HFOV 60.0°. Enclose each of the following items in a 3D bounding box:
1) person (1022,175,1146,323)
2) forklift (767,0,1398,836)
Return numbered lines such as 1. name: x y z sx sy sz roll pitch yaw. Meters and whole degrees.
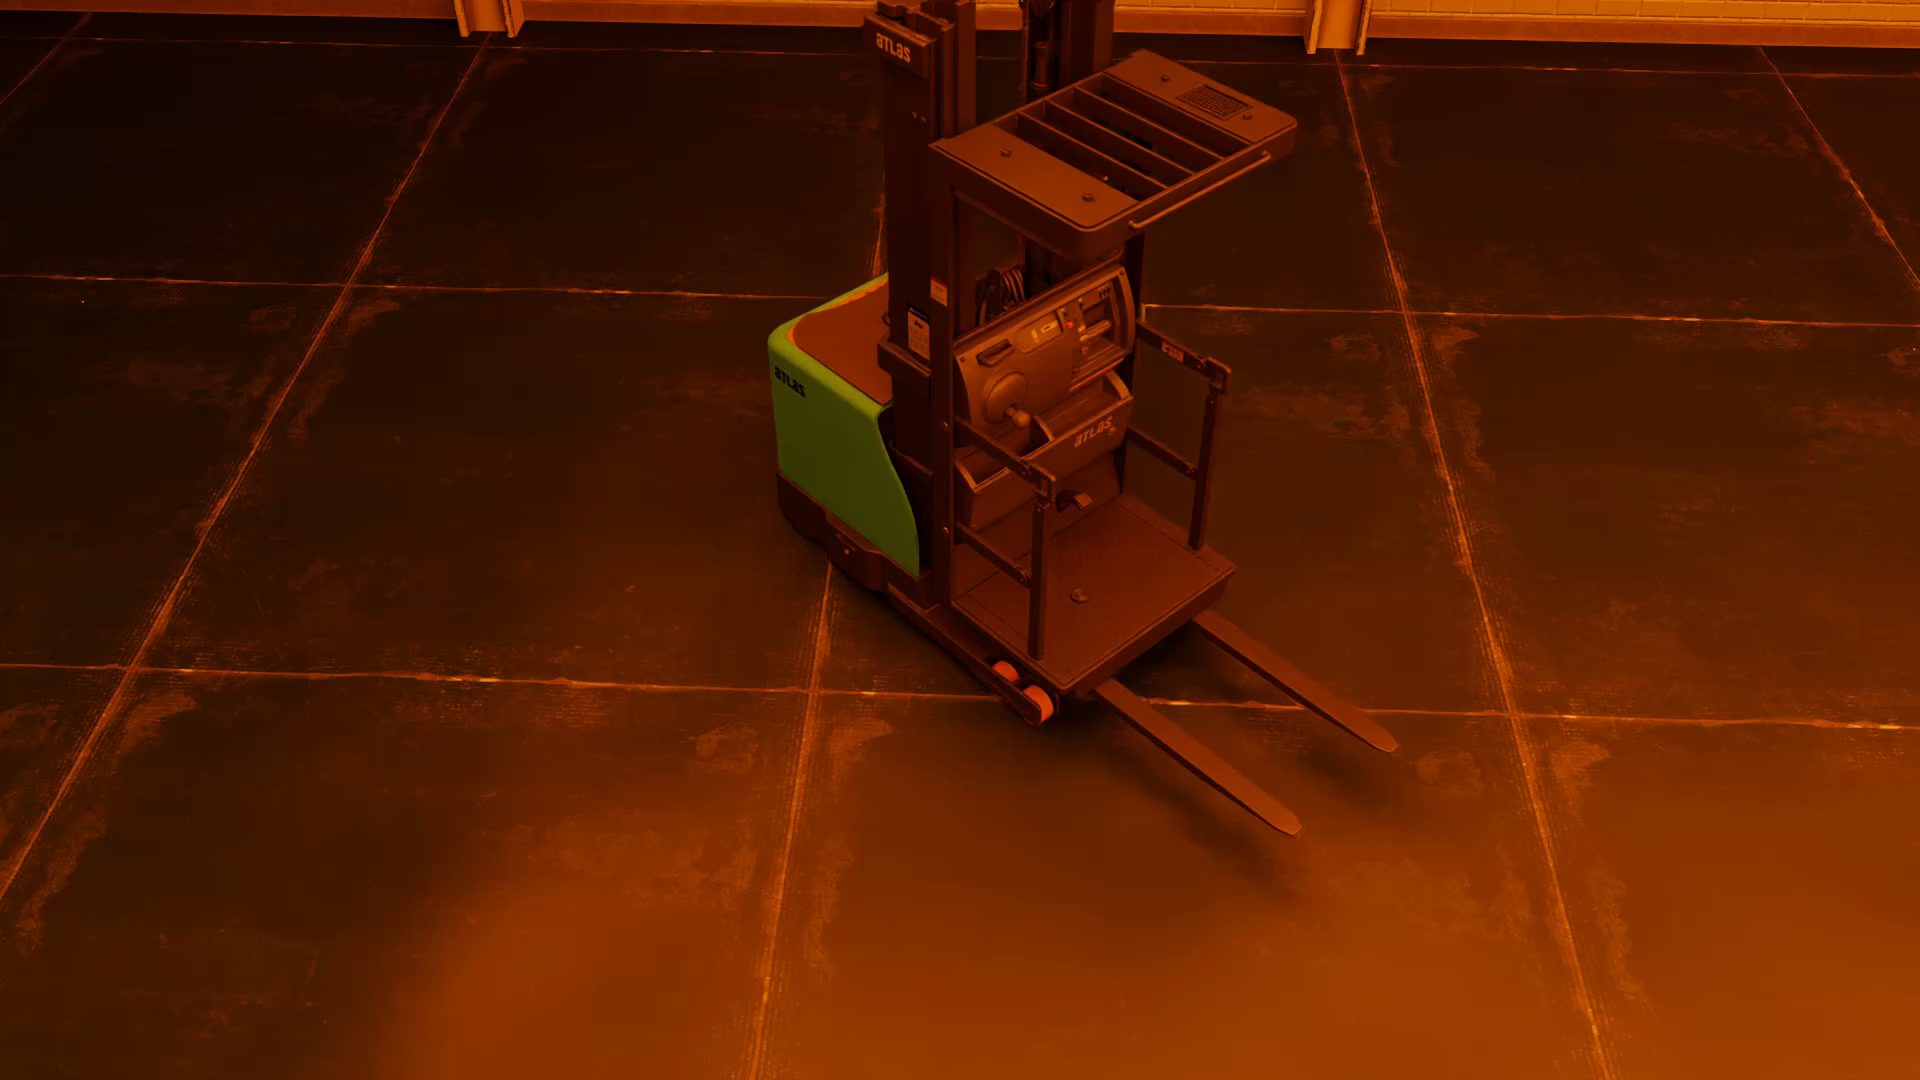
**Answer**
1. person: 0.638 -1.226 8.054 0.648 1.630 0.822 15 44 16
2. forklift: 0.496 -0.693 6.502 1.130 2.935 3.031 -32 51 -30
